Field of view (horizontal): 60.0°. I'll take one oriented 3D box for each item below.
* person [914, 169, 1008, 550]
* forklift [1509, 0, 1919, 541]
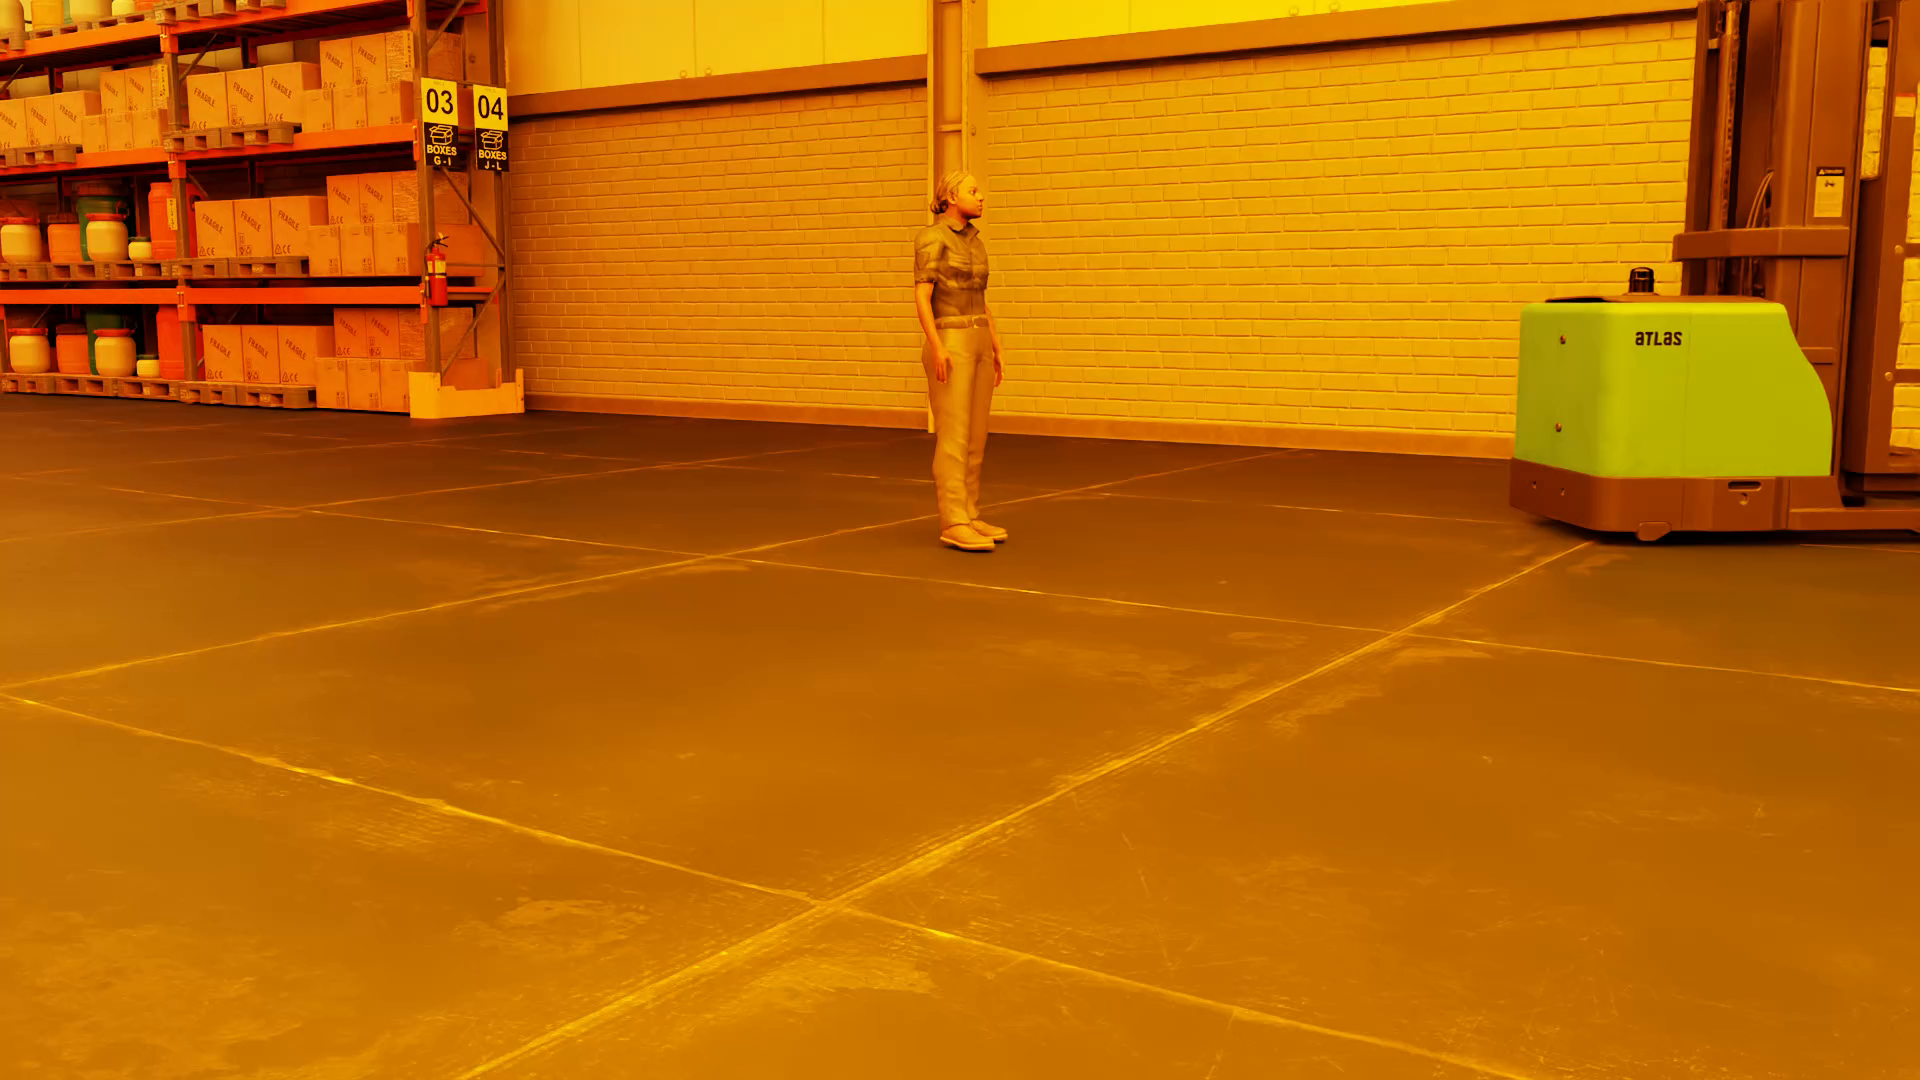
[{"bbox_3d":[0.062,-0.817,7.421,0.503,1.656,0.569,5,10,34],"label":"person"},{"bbox_3d":[4.280,-1.506,7.785,3.031,2.935,1.130,-1,8,-5],"label":"forklift"}]
